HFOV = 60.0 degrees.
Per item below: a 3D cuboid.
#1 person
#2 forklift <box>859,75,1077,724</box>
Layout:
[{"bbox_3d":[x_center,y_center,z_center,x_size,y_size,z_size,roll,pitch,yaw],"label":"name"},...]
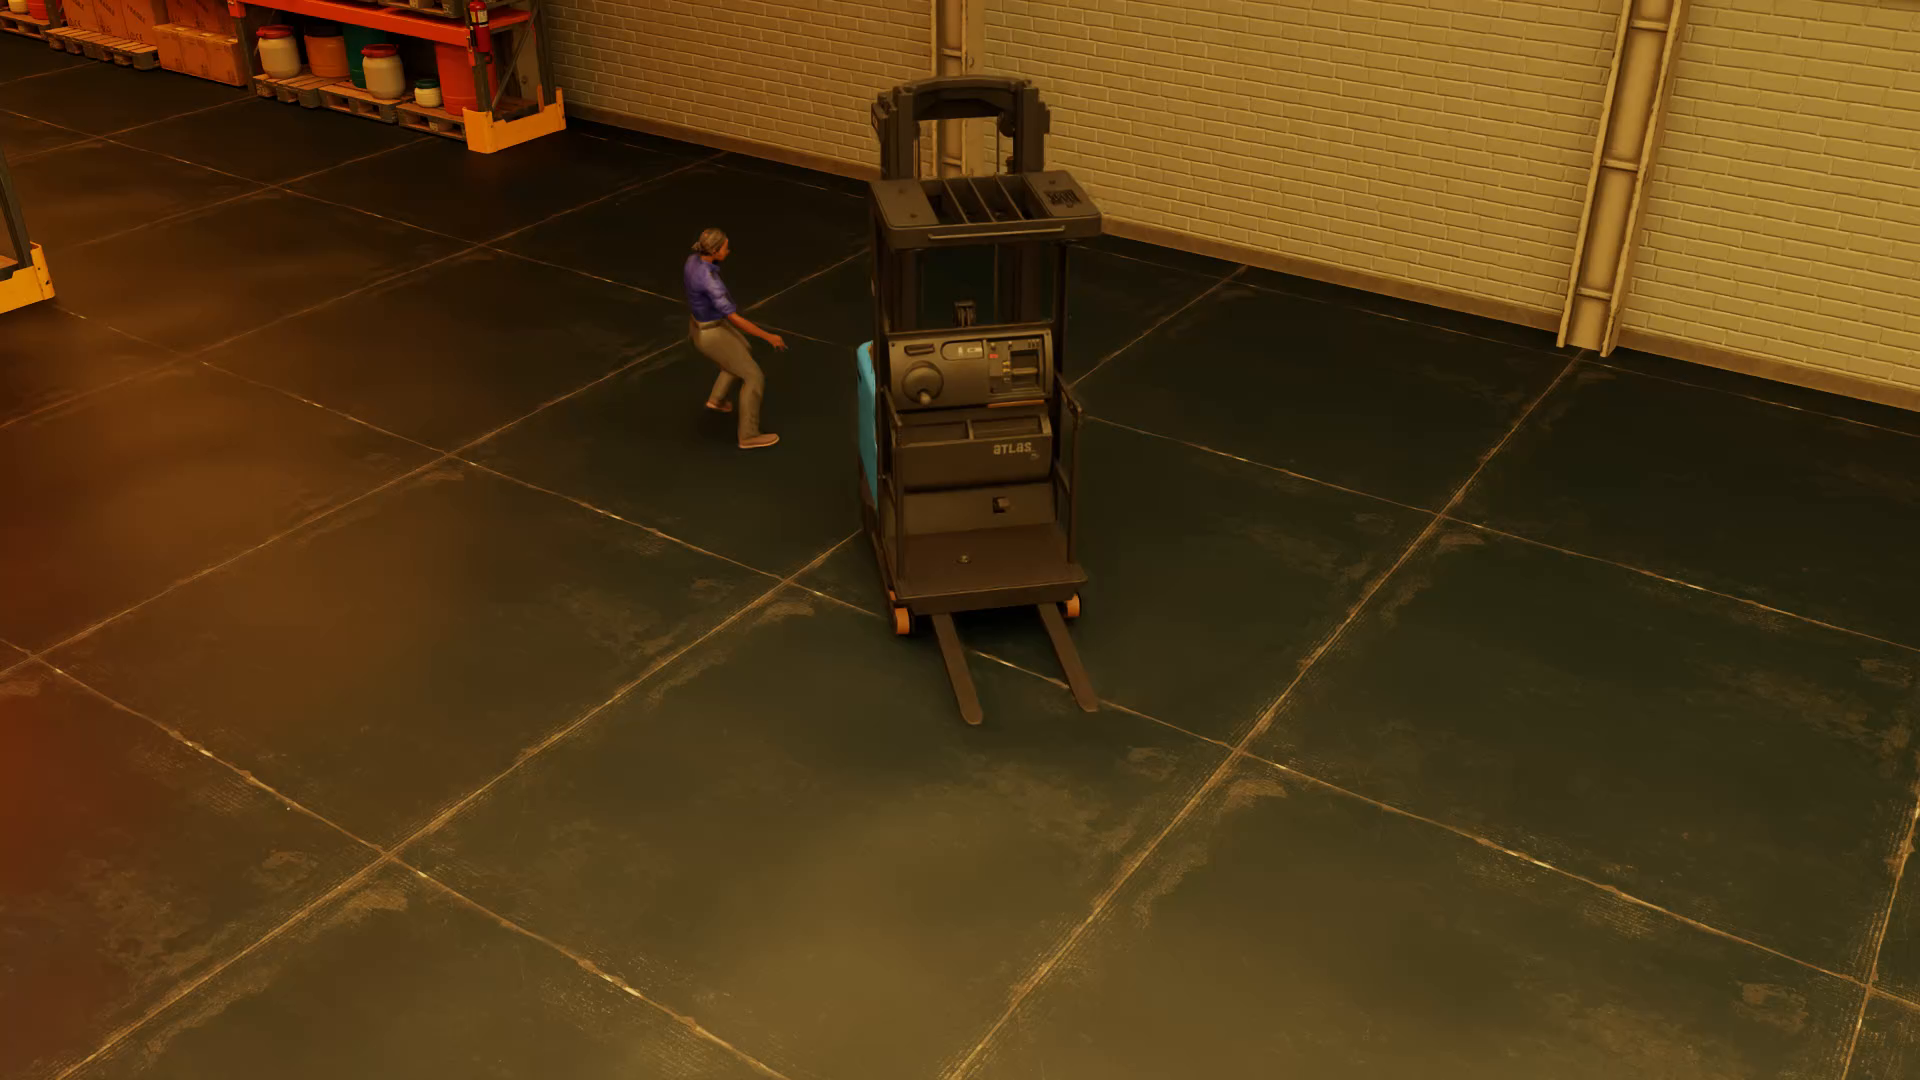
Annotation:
[{"bbox_3d":[-1.493,-1.470,11.585,0.714,1.449,0.878,-9,31,-14],"label":"person"},{"bbox_3d":[0.023,-0.911,9.151,1.130,2.935,3.031,-1,30,-2],"label":"forklift"}]
